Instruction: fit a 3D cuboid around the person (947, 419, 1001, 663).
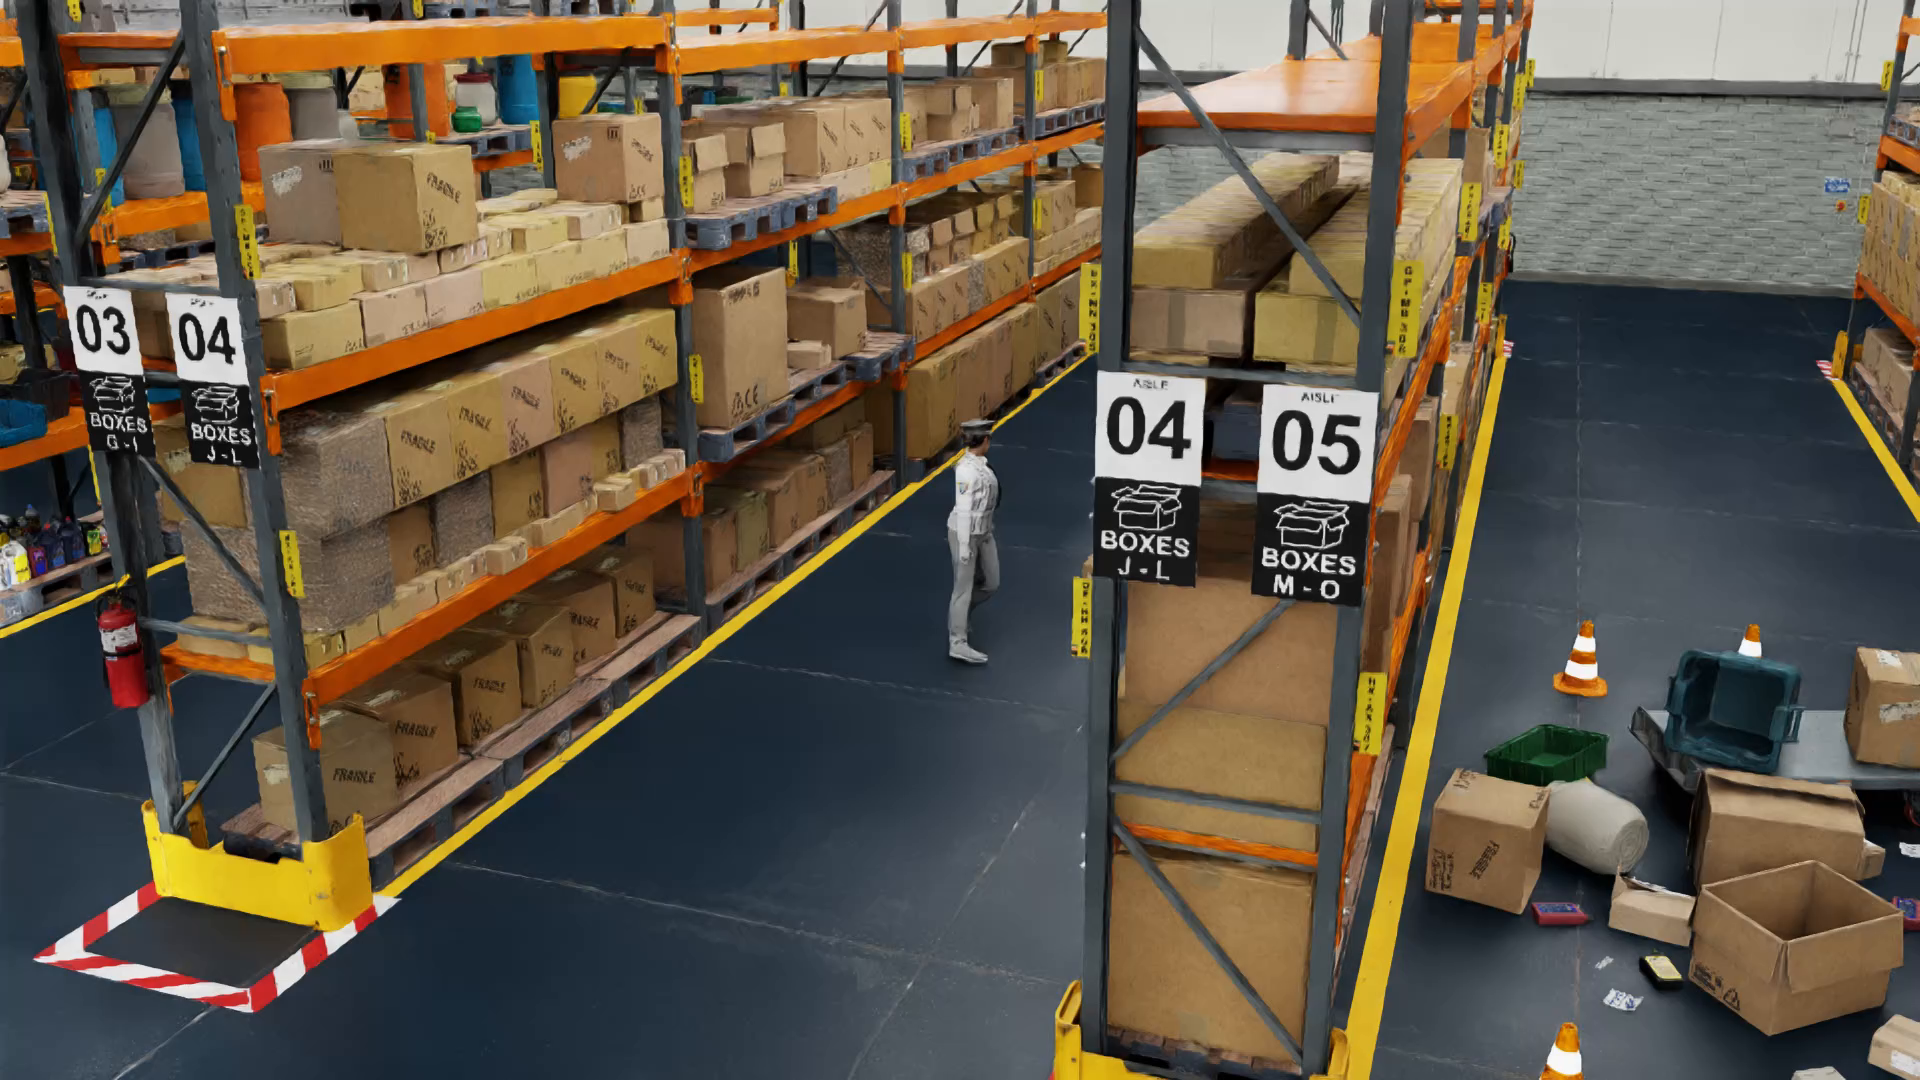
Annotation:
[{"bbox_3d":[0.081,-0.014,11.644,0.460,1.635,0.610,8,20,23],"label":"person"}]
